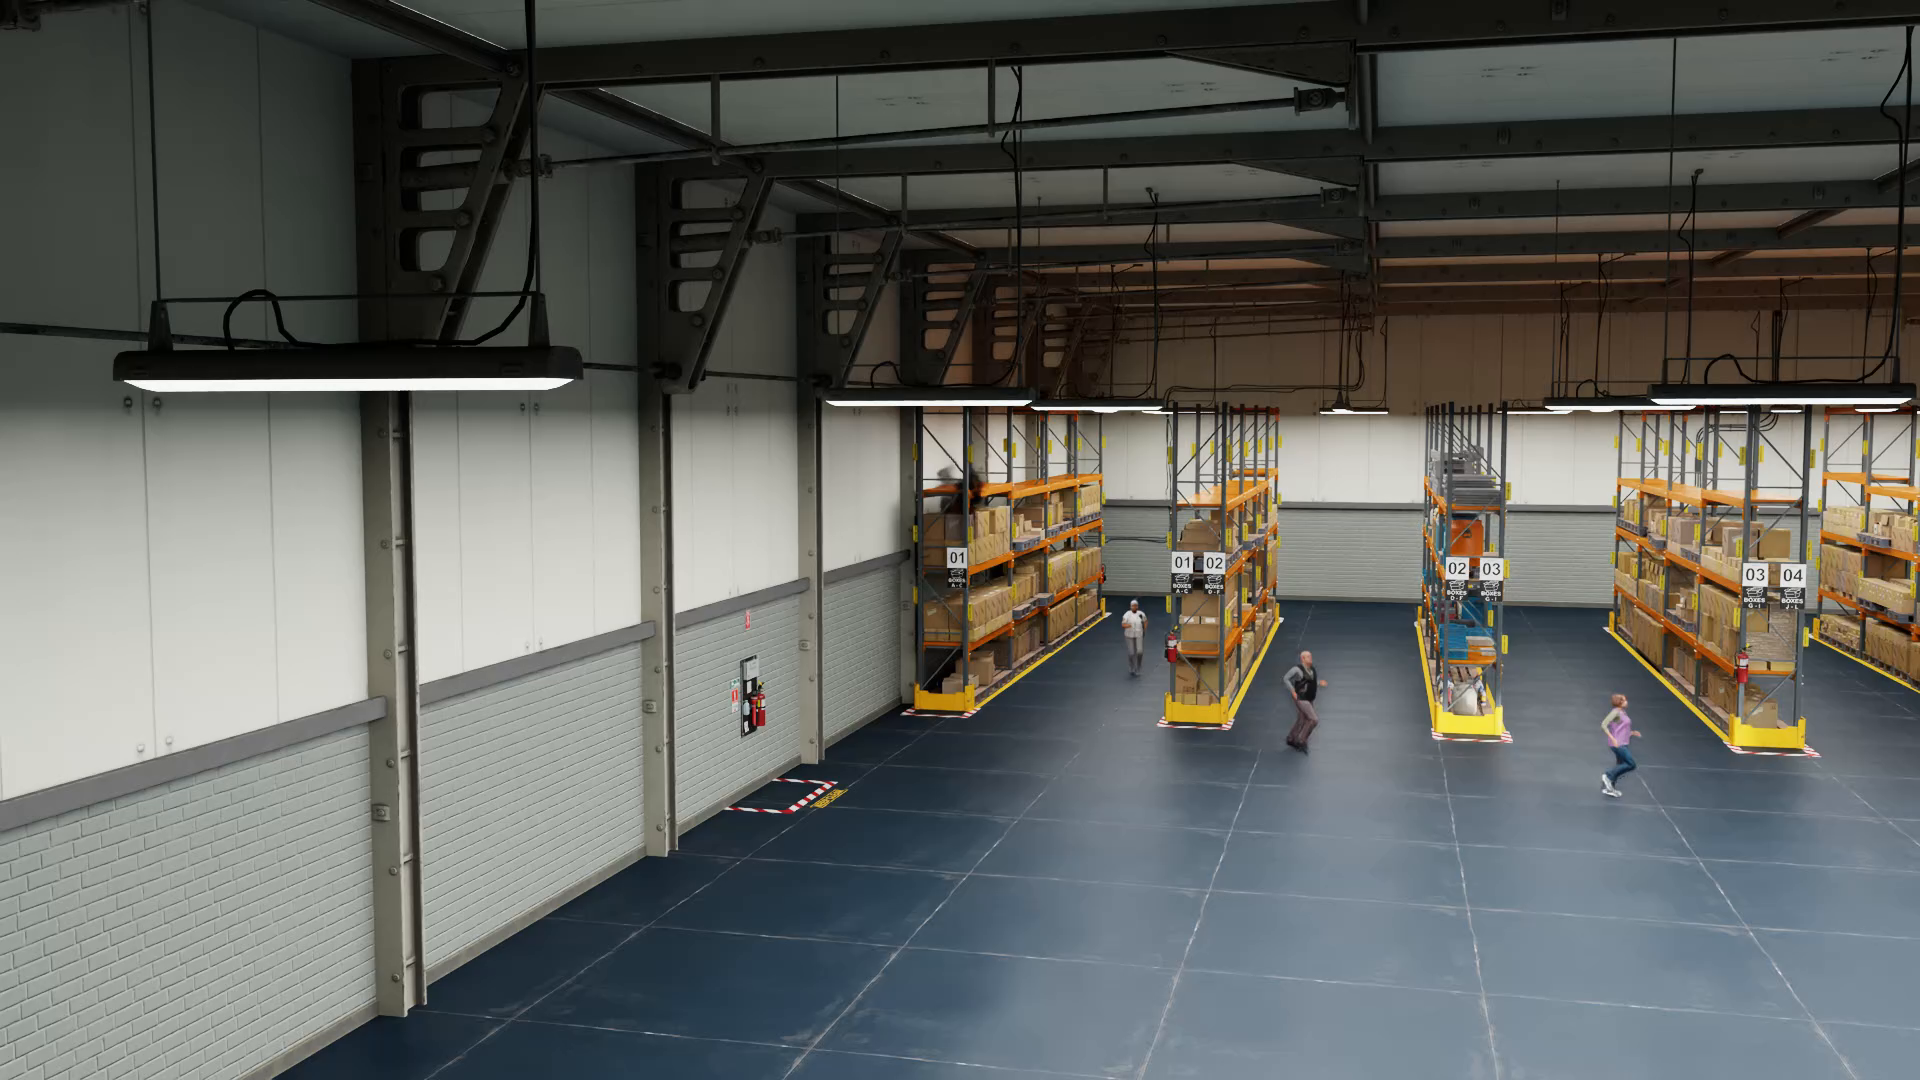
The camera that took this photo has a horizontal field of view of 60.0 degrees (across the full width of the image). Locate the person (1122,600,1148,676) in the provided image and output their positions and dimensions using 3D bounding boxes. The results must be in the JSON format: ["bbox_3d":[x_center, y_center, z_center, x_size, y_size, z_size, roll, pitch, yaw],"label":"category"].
[{"bbox_3d":[3.877,2.182,36.876,0.586,1.695,0.661,0,4,4],"label":"person"}]

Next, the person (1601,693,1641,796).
[{"bbox_3d":[9.963,3.090,25.034,0.549,1.559,0.522,3,5,34],"label":"person"}]

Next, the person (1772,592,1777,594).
[{"bbox_3d":[21.362,1.696,43.950,0.736,1.566,0.678,-4,6,-41],"label":"person"}]

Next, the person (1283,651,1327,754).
[{"bbox_3d":[5.924,2.779,28.481,0.739,1.765,0.627,4,6,42],"label":"person"}]
